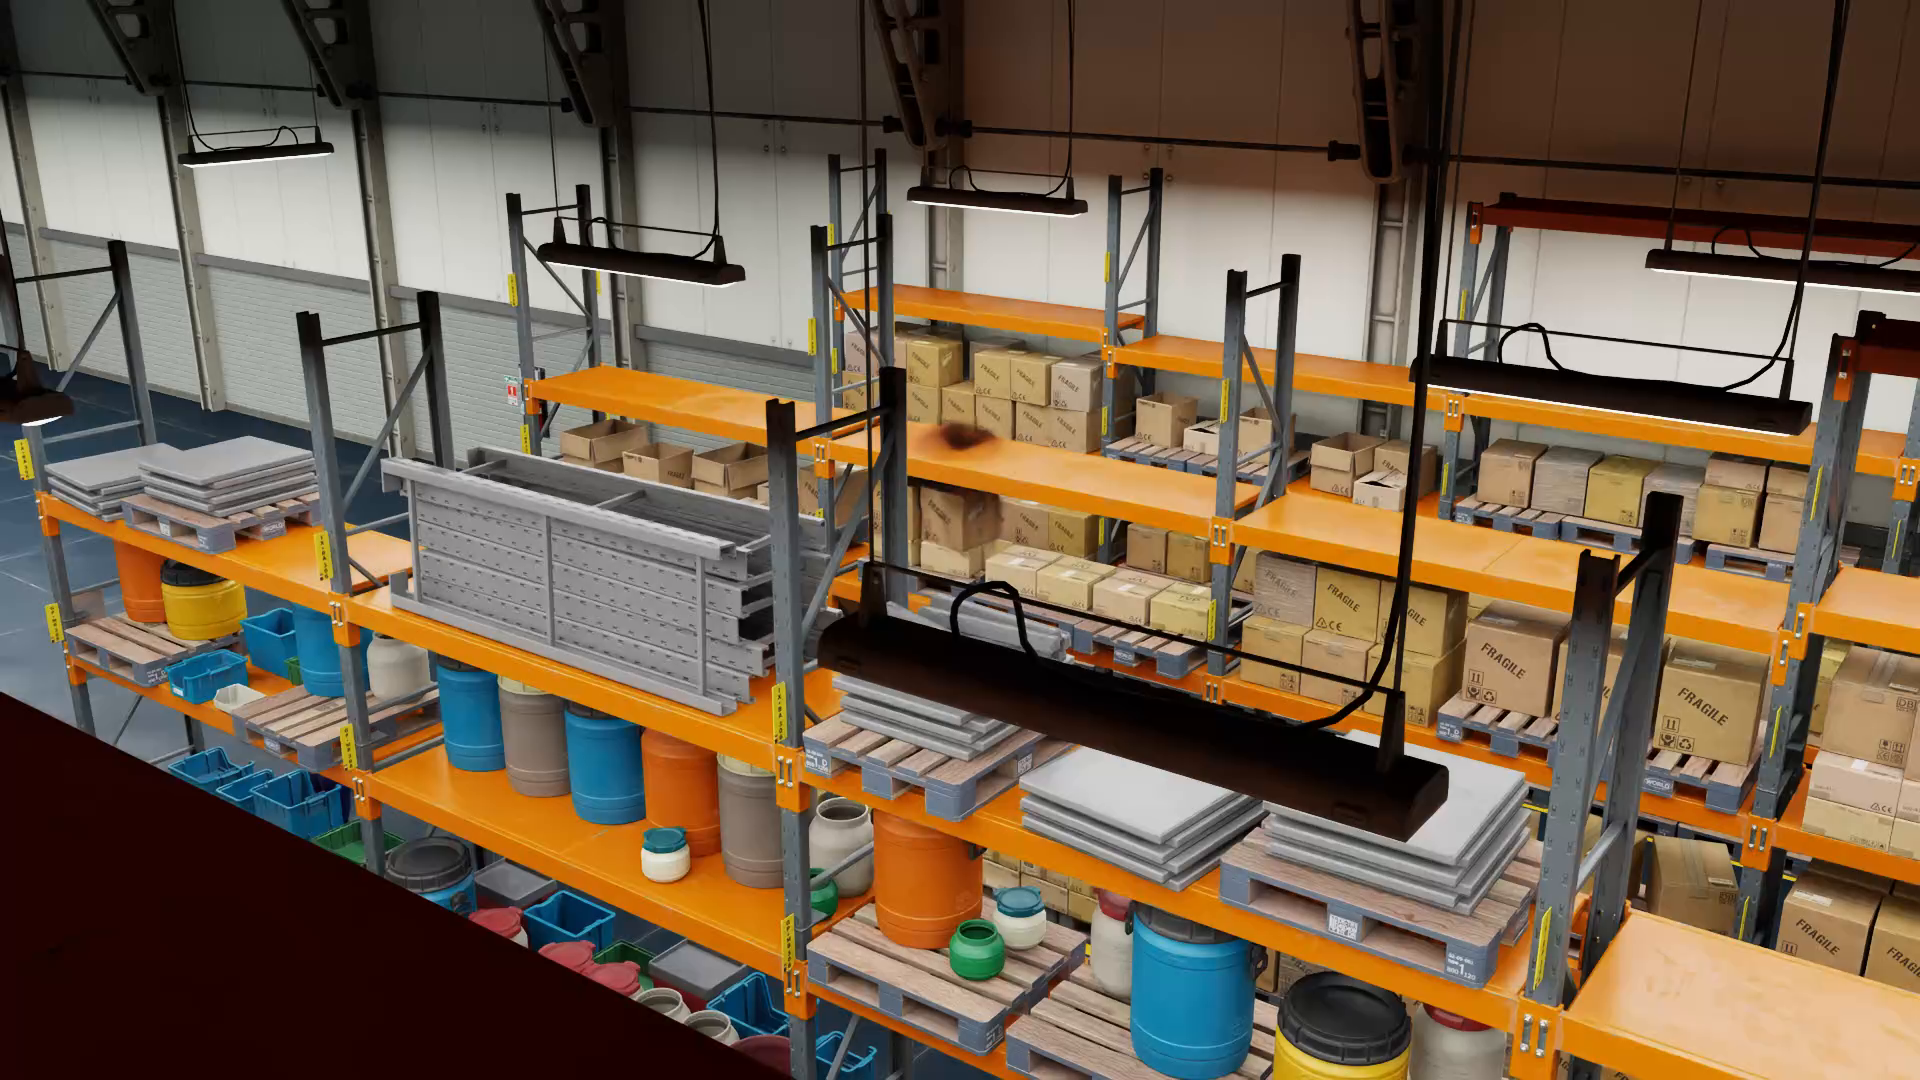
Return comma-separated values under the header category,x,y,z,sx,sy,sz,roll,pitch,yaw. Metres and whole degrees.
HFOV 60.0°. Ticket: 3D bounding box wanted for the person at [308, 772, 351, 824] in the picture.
category,x,y,z,sx,sy,sz,roll,pitch,yaw
person,-6.012,2.223,15.897,0.625,1.665,0.415,13,22,33
